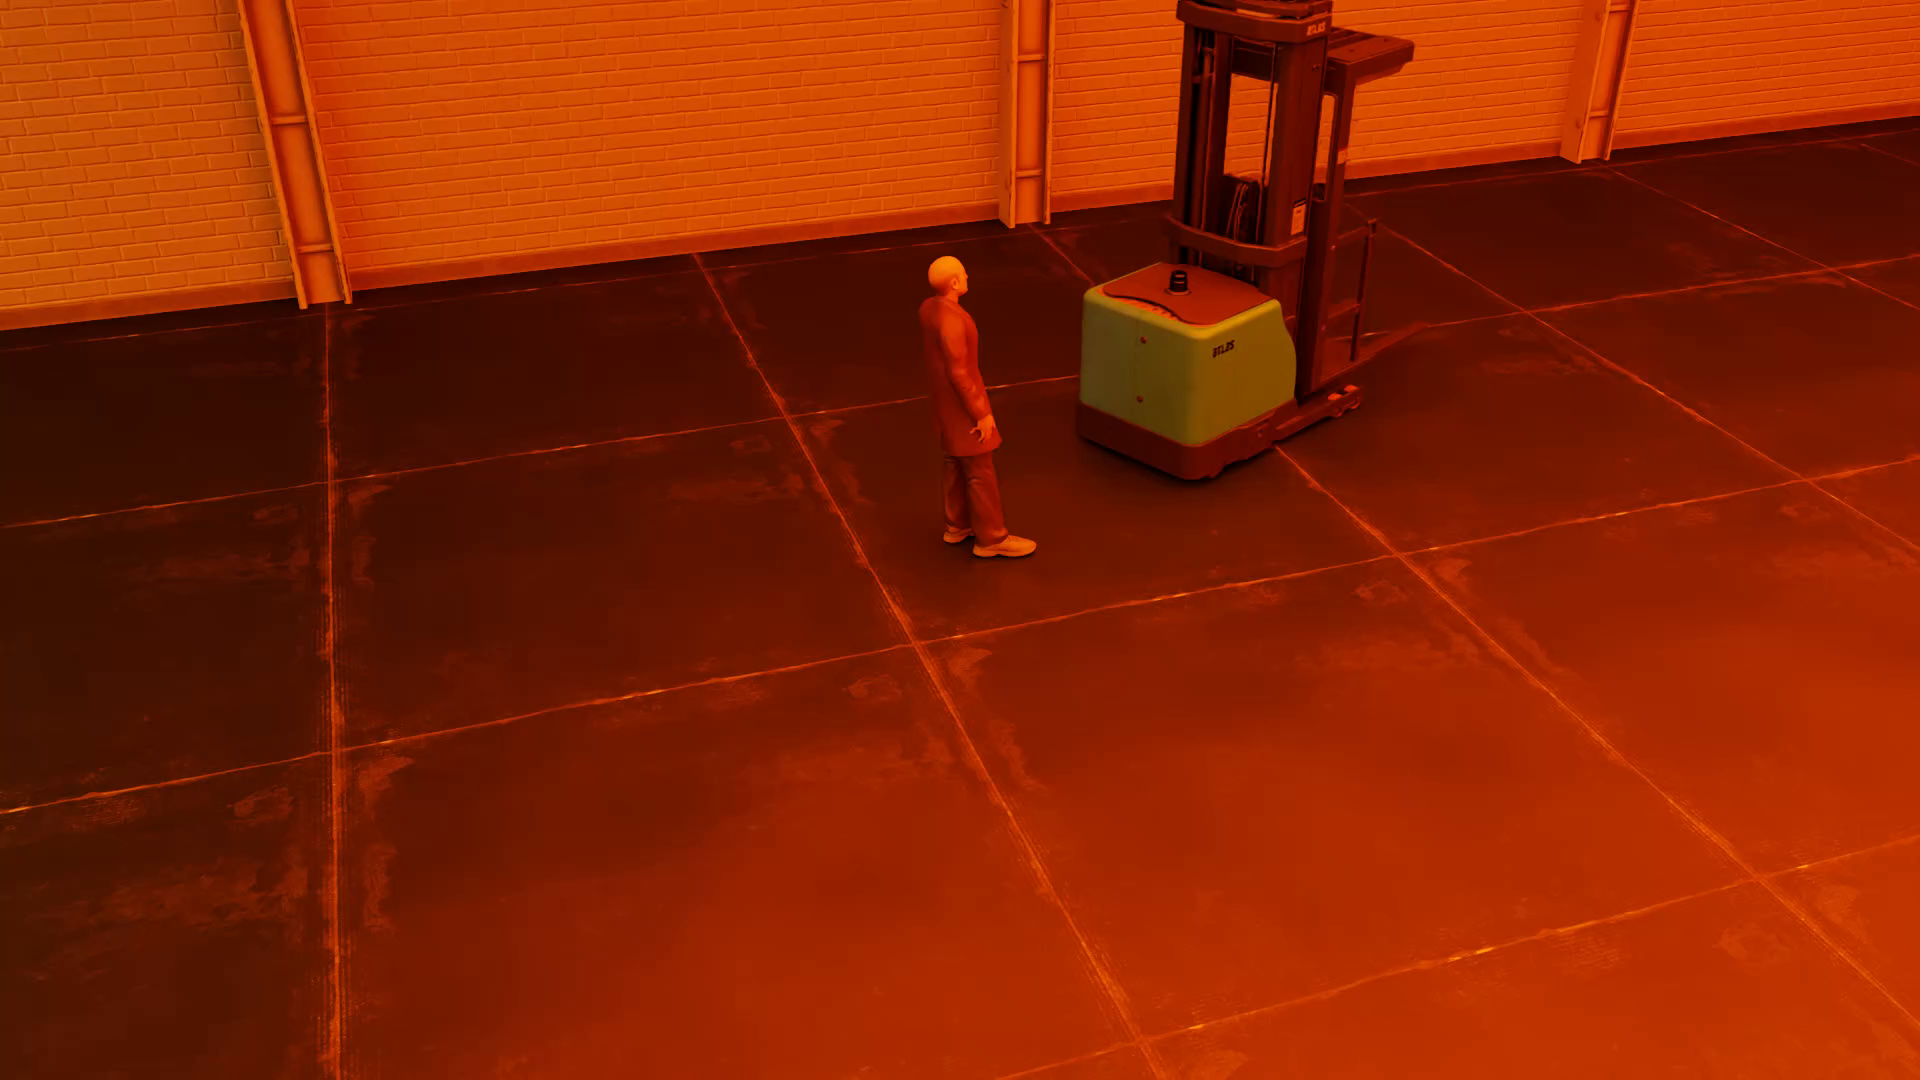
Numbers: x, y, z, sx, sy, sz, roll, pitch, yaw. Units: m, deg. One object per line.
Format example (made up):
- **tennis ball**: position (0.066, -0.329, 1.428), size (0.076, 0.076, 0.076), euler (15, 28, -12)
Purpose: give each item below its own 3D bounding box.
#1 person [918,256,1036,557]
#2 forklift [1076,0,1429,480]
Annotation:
- **person**: position (0.088, -0.790, 9.601), size (0.579, 1.778, 0.698), euler (-10, 31, -16)
- **forklift**: position (2.180, -2.281, 11.051), size (3.031, 2.935, 1.130), euler (-26, 39, -37)
